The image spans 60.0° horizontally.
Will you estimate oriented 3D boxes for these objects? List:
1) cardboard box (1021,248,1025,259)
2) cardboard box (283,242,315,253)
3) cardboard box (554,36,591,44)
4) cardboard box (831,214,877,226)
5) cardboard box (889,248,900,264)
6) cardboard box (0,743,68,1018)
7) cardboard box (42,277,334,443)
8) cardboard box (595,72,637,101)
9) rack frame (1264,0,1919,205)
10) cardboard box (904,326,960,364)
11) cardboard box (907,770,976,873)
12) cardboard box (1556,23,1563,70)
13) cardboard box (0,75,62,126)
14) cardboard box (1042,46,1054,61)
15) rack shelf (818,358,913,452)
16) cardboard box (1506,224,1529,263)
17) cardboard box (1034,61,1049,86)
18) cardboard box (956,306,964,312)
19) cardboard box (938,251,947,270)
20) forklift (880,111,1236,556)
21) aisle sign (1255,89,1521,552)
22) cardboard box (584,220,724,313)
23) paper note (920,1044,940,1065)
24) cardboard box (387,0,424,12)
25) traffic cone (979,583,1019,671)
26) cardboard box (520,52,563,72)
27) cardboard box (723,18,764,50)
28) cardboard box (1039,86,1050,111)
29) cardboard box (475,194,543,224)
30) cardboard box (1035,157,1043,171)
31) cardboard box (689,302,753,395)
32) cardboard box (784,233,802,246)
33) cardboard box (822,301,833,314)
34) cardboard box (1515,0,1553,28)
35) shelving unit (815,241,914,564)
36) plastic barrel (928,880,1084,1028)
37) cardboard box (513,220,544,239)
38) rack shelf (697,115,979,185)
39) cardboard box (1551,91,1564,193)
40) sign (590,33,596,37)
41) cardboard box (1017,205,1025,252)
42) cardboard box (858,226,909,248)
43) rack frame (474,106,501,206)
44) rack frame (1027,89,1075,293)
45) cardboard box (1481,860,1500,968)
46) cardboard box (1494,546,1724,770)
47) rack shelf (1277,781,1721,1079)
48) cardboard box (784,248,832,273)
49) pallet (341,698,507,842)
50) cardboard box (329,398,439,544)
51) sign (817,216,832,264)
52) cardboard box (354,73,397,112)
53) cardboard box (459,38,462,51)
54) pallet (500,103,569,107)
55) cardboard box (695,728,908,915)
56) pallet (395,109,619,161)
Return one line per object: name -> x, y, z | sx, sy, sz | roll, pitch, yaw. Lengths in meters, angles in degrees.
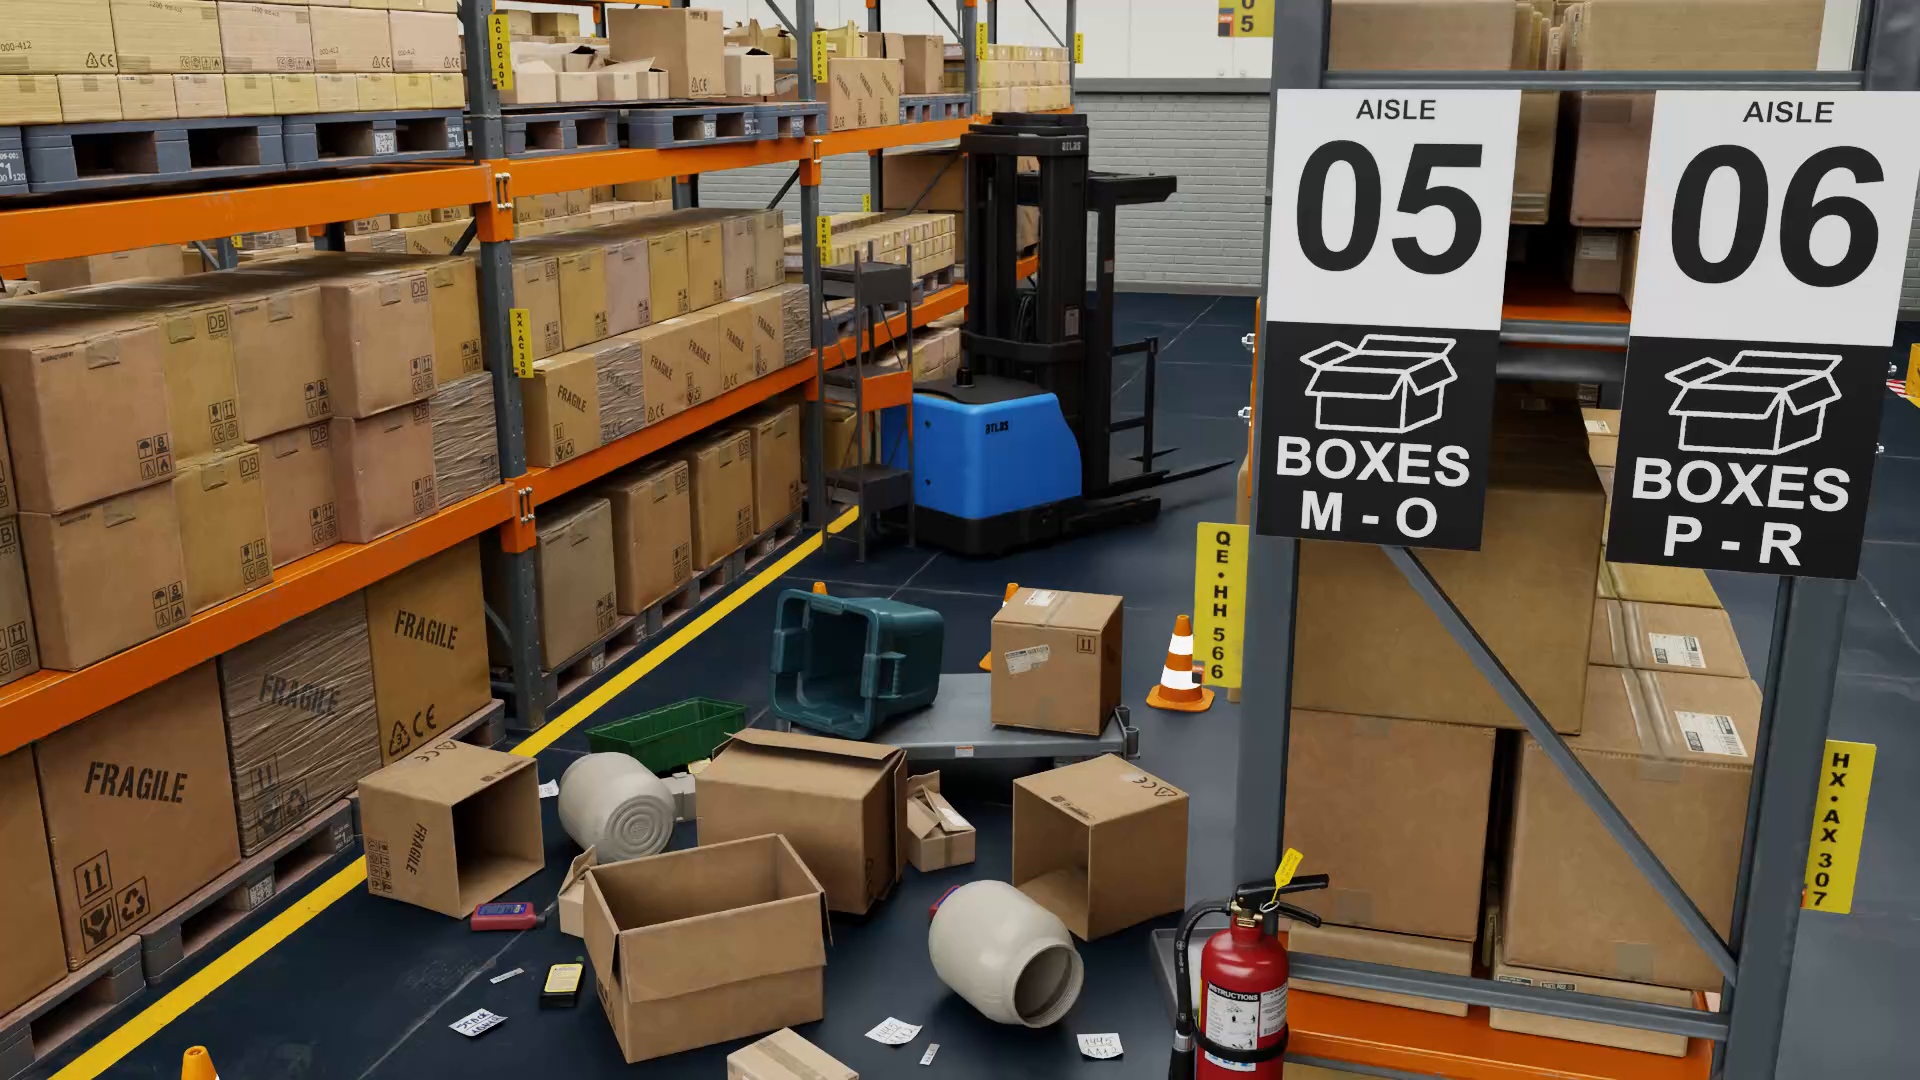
cardboard box -> 0.466, -3.031, 17.477 | 0.380, 0.149, 0.250 | 5, 17, 17
cardboard box -> -5.659, -2.267, 14.141 | 0.500, 0.500, 0.500 | 4, 16, 14
cardboard box -> -4.459, -5.241, 18.177 | 0.700, 0.500, 0.500 | 5, 17, 18
cardboard box -> -0.965, -2.840, 14.944 | 0.380, 0.149, 0.250 | 5, 17, 17
cardboard box -> -0.708, -2.310, 13.621 | 0.380, 0.149, 0.250 | 5, 17, 18
cardboard box -> -3.620, 1.164, 5.352 | 0.875, 0.875, 0.875 | 5, 17, 16
cardboard box -> -3.080, -0.734, 6.667 | 0.875, 0.550, 0.550 | 5, 16, 16
cardboard box -> -1.965, -2.439, 8.941 | 0.380, 0.149, 0.250 | 5, 16, 16
rack frame -> 1.026, -2.002, 2.397 | 1.000, 3.000, 0.127 | 5, 16, 16
cardboard box -> -0.308, -1.759, 14.970 | 0.500, 0.250, 0.500 | 4, 16, 14
cardboard box -> -0.127, 1.199, 7.114 | 0.258, 0.266, 0.396 | -7, 17, -23
cardboard box -> 1.785, -1.295, 4.399 | 0.380, 0.149, 0.250 | 5, 17, 17
cardboard box -> -3.057, -1.375, 5.190 | 0.380, 0.149, 0.250 | 5, 16, 16
cardboard box -> 0.778, -5.151, 17.625 | 0.380, 0.149, 0.250 | 5, 17, 17
rack shelf -> -0.636, -0.922, 11.284 | 0.431, 0.518, 0.480 | 14, 21, 40
cardboard box -> 1.142, -0.749, 3.936 | 0.380, 0.149, 0.250 | 5, 17, 16
cardboard box -> 0.619, -4.863, 17.339 | 0.500, 0.250, 0.500 | 5, 17, 17
cardboard box -> 0.166, -2.528, 18.610 | 0.380, 0.149, 0.250 | 5, 16, 16
cardboard box -> -0.335, -2.507, 14.861 | 0.380, 0.149, 0.250 | 5, 17, 16
forklift -> 0.855, -1.619, 12.165 | 3.031, 2.935, 1.130 | -14, 21, -40
aisle sign -> 0.730, -0.373, 2.883 | 0.394, 0.787, 0.004 | 5, 16, 16
cardboard box -> -1.899, -1.712, 10.353 | 0.700, 0.500, 0.500 | 4, 16, 15
paper note -> -0.102, 1.747, 5.651 | 0.032, 0.001, 0.123 | 5, 16, 16
cardboard box -> -2.483, -2.289, 6.953 | 0.380, 0.149, 0.250 | 5, 16, 16
traffic cone -> 0.296, 0.471, 9.319 | 0.336, 0.463, 0.334 | 5, 16, 16
cardboard box -> -2.472, -2.481, 8.905 | 0.500, 0.250, 0.500 | 4, 16, 15
cardboard box -> -1.610, -3.552, 11.772 | 0.396, 0.266, 0.258 | 5, 16, 16
cardboard box -> 0.631, -4.628, 17.427 | 0.500, 0.250, 0.500 | 5, 17, 18
cardboard box -> -4.684, -3.561, 17.243 | 0.500, 0.500, 0.500 | 5, 16, 16
cardboard box -> 0.623, -3.923, 17.604 | 0.500, 0.500, 0.500 | 6, 17, 19
cardboard box -> -1.631, -1.215, 10.432 | 0.500, 0.500, 0.500 | 4, 16, 15
cardboard box -> -1.481, -2.365, 13.269 | 0.380, 0.149, 0.250 | 5, 16, 16
cardboard box -> -1.155, -1.749, 12.190 | 0.380, 0.149, 0.250 | 4, 16, 15
cardboard box -> 2.205, -2.138, 6.961 | 0.500, 0.250, 0.500 | 5, 17, 17
shelving unit -> -0.636, -0.936, 11.280 | 0.431, 2.100, 0.503 | 14, 21, 40
plastic barrel -> 0.161, 1.466, 5.887 | 0.421, 0.421, 0.512 | -10, 19, -32
cardboard box -> -4.681, -3.198, 17.336 | 0.500, 0.250, 0.500 | 4, 16, 15
rack shelf -> -0.907, -3.187, 13.389 | 1.077, 0.370, 4.000 | 5, 16, 16
cardboard box -> 1.576, -0.872, 3.639 | 0.500, 0.250, 0.500 | 4, 16, 15
sign -> -4.459, -6.017, 20.301 | 0.100, 0.325, 0.005 | 5, 16, 16
cardboard box -> 0.355, -3.173, 16.792 | 0.500, 0.500, 0.500 | 4, 16, 15
cardboard box -> -0.637, -2.519, 13.815 | 0.380, 0.149, 0.250 | 4, 16, 13
rack frame -> -5.066, -3.024, 16.994 | 1.000, 3.000, 0.127 | 5, 16, 16
rack frame -> 0.798, -3.660, 19.234 | 1.000, 3.000, 0.127 | 5, 16, 16
cardboard box -> 1.379, 0.865, 3.744 | 0.380, 0.149, 0.250 | 5, 17, 17
cardboard box -> 1.714, 0.321, 4.472 | 0.500, 0.500, 0.500 | 4, 16, 15
rack shelf -> 1.594, 0.707, 5.159 | 1.077, 0.370, 4.000 | 5, 16, 16
cardboard box -> -1.157, -2.041, 12.128 | 0.380, 0.149, 0.250 | 5, 16, 16
pallet -> -2.903, 1.014, 7.866 | 1.003, 0.211, 1.213 | 5, 16, 16
cardboard box -> -2.840, -0.349, 7.288 | 0.875, 0.550, 0.550 | 5, 16, 16
sign -> -0.942, -2.081, 11.549 | 0.100, 0.325, 0.005 | 5, 16, 16
cardboard box -> -2.553, -1.839, 6.825 | 0.380, 0.149, 0.250 | 5, 17, 17
cardboard box -> -5.221, -4.565, 15.976 | 0.700, 0.500, 0.500 | 5, 17, 17
pallet -> -4.823, -4.638, 17.349 | 1.003, 0.211, 1.213 | 5, 16, 16
cardboard box -> -0.645, 1.118, 6.715 | 0.797, 0.637, 0.503 | 5, 16, 16
pallet -> -2.399, -2.115, 8.642 | 0.805, 0.209, 1.217 | 4, 16, 14
